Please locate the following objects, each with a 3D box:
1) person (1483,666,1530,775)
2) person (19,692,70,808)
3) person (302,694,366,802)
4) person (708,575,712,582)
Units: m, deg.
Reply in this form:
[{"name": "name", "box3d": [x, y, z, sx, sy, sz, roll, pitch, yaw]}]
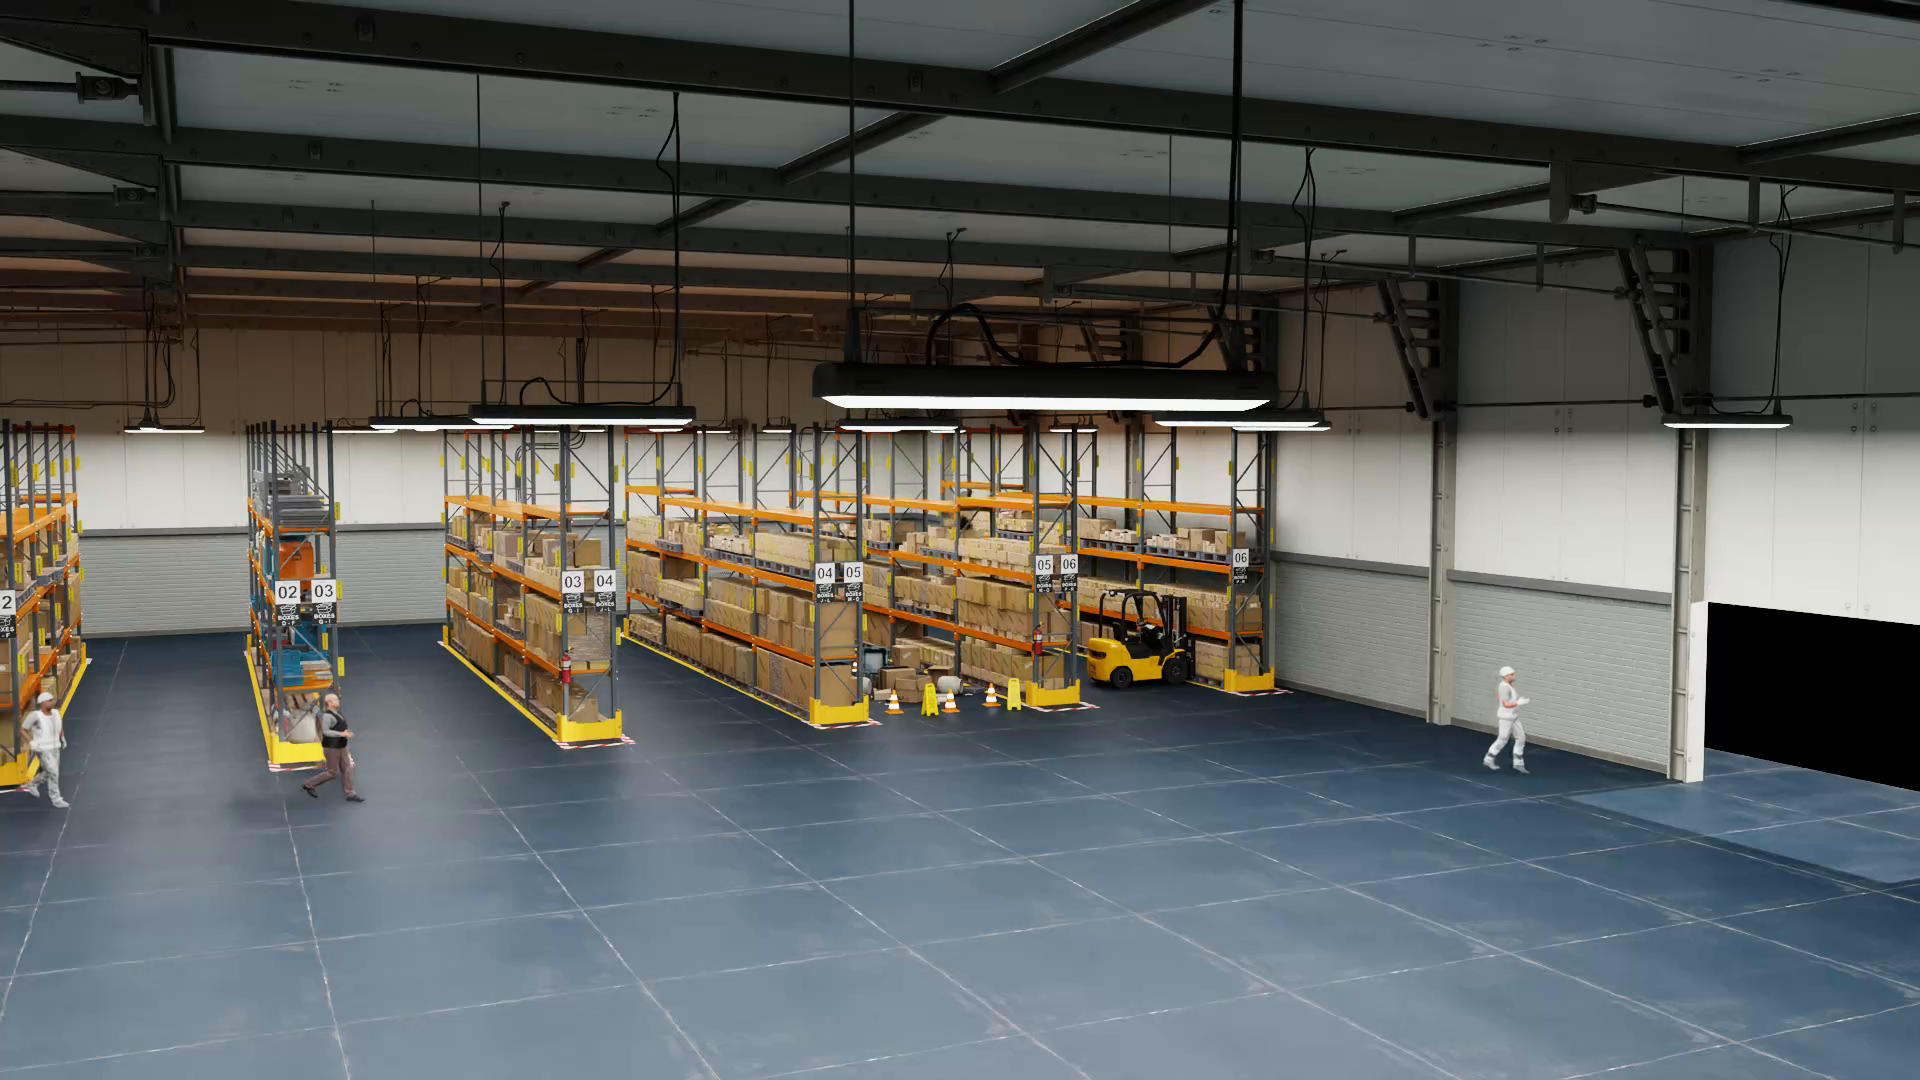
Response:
[{"name": "person", "box3d": [9.270, 3.052, 28.156, 0.765, 1.832, 0.632, 2, 4, 32]}, {"name": "person", "box3d": [-14.174, 3.244, 25.762, 0.897, 1.784, 0.699, 1, 4, 15]}, {"name": "person", "box3d": [-9.733, 3.243, 25.825, 0.936, 1.717, 0.661, 0, 4, -3]}, {"name": "person", "box3d": [-7.495, 1.830, 49.996, 0.515, 1.570, 0.536, -1, 4, -18]}]
